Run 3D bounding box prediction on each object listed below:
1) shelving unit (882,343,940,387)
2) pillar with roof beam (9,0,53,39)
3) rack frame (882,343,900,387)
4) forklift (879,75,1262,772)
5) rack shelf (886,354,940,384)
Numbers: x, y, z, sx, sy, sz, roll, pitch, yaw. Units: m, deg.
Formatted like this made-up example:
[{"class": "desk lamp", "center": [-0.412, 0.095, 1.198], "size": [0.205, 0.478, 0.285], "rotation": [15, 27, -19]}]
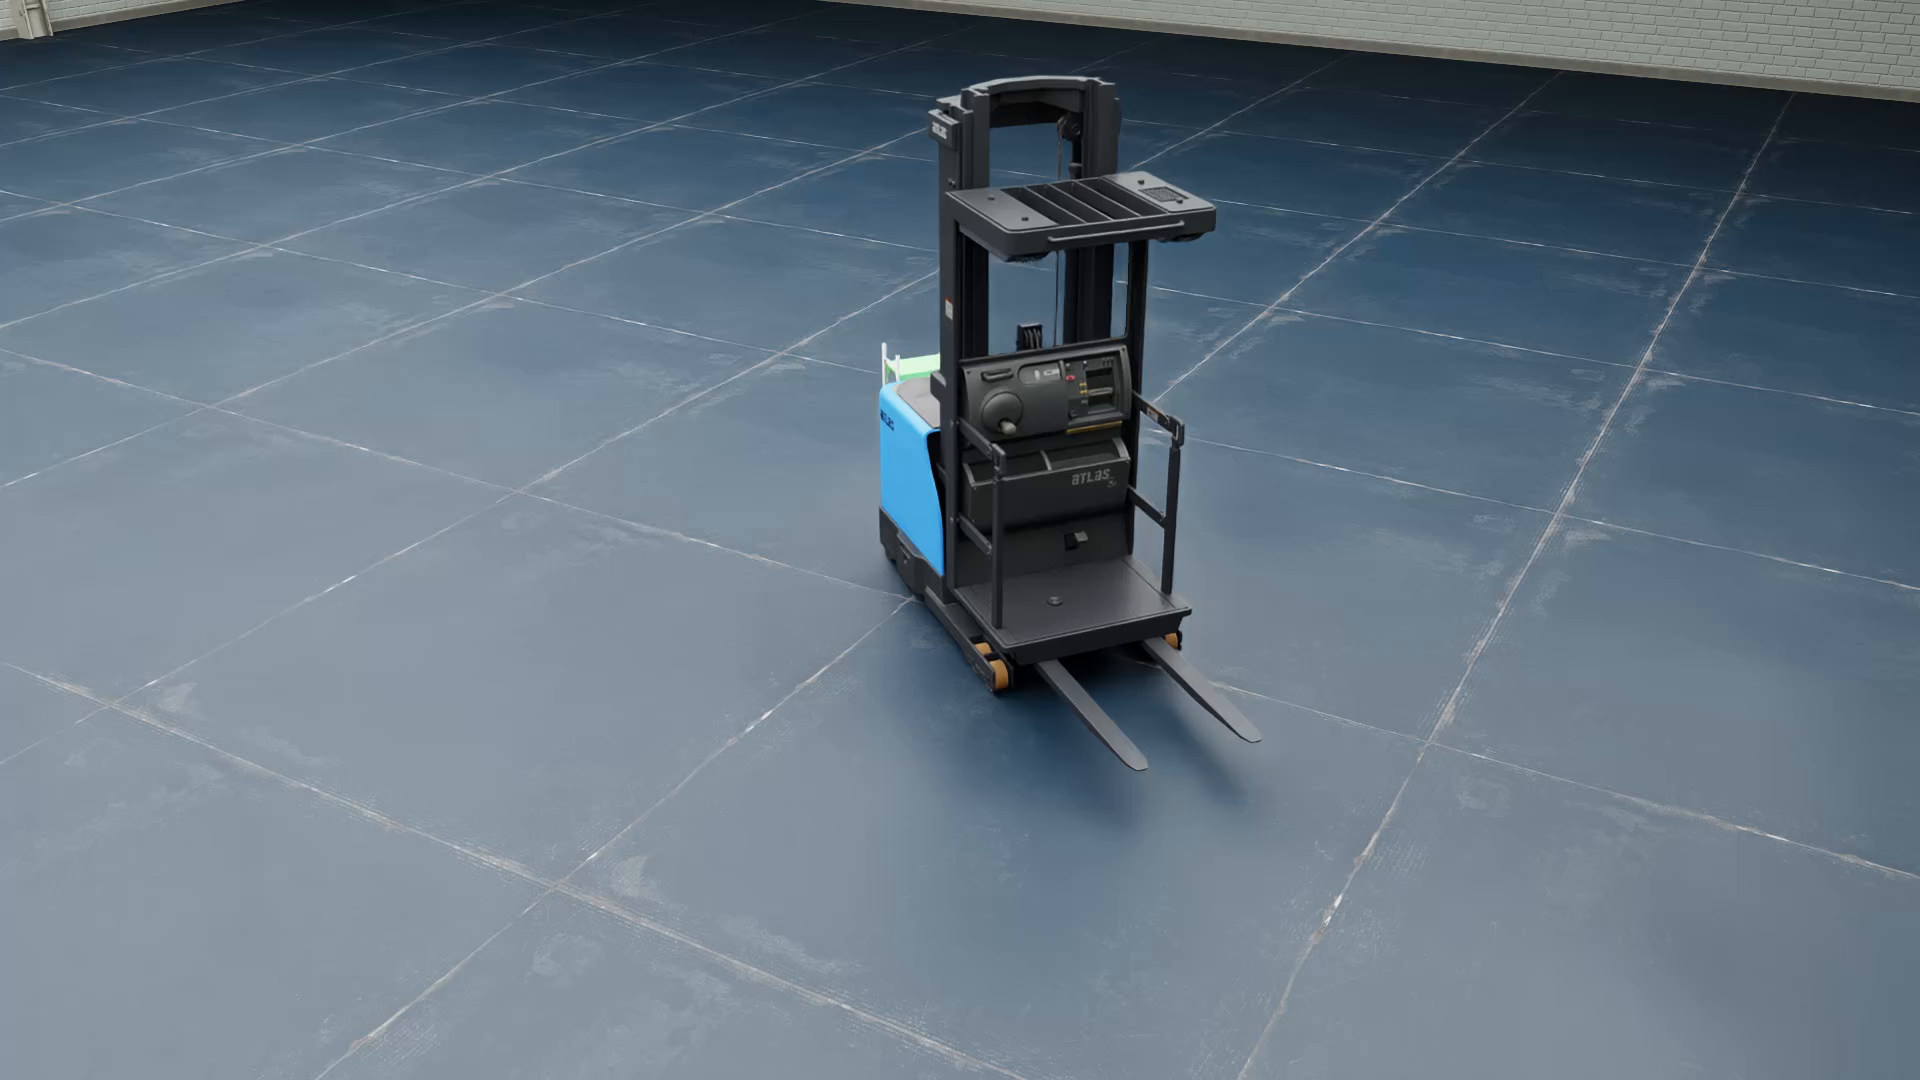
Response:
[{"class": "shelving unit", "center": [-0.185, -0.630, 10.169], "size": [0.503, 1.200, 0.258], "rotation": [-11, 29, -21]}, {"class": "pillar with roof beam", "center": [-10.672, -10.935, 22.042], "size": [9.100, 9.000, 0.400], "rotation": [14, 30, 26]}, {"class": "rack frame", "center": [-0.409, -0.587, 10.082], "size": [0.015, 1.200, 0.240], "rotation": [-11, 29, -21]}, {"class": "forklift", "center": [0.544, -0.735, 8.443], "size": [1.130, 2.935, 3.031], "rotation": [-10, 28, -20]}, {"class": "rack shelf", "center": [-0.185, -1.002, 9.982], "size": [0.480, 0.148, 0.258], "rotation": [-11, 29, -21]}]
